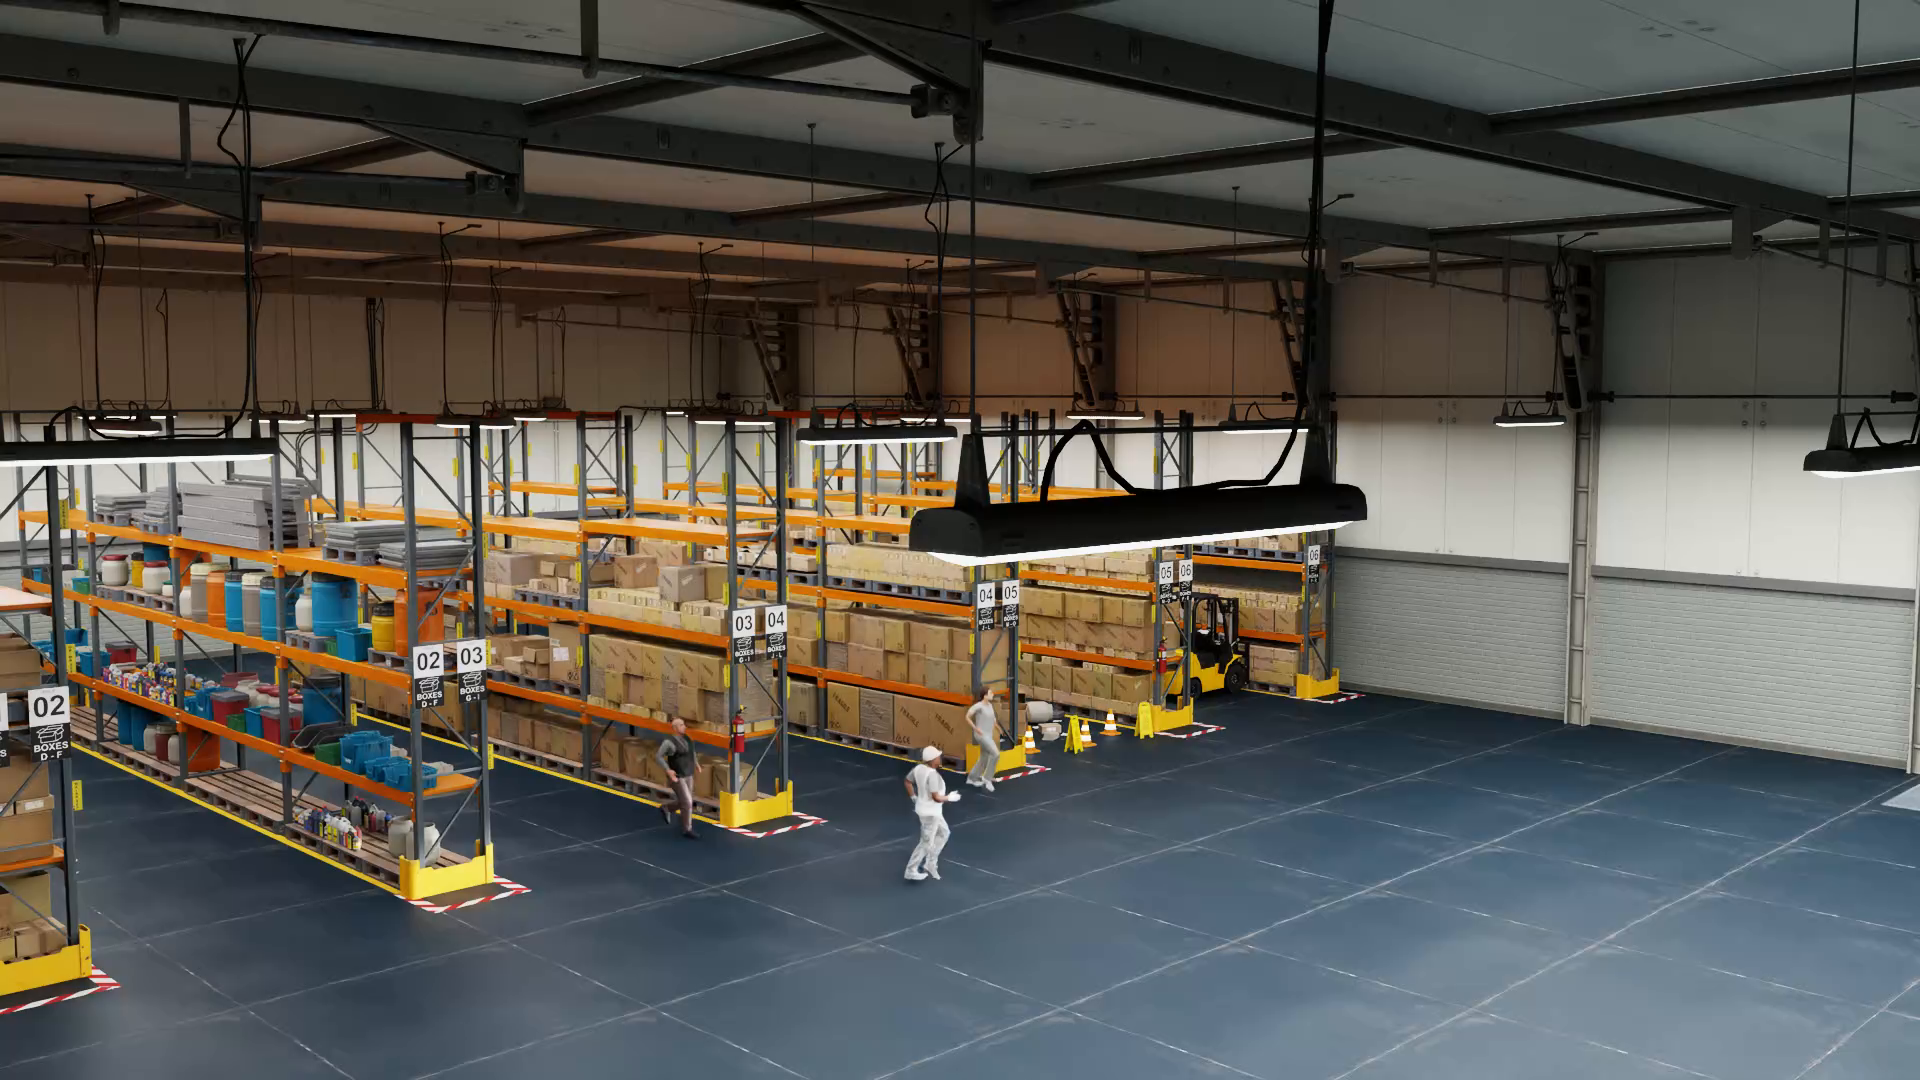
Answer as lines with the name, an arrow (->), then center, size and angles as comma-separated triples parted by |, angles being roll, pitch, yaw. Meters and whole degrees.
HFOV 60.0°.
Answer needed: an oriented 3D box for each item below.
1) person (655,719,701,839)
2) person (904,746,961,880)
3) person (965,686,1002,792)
person -> -4.065, 3.405, 23.920 | 0.832, 1.694, 0.689 | 3, 6, 32
person -> -0.366, 3.579, 21.632 | 0.734, 1.818, 0.664 | -1, 5, -13
person -> 0.397, 3.186, 26.756 | 0.668, 1.674, 0.575 | 3, 6, 29
